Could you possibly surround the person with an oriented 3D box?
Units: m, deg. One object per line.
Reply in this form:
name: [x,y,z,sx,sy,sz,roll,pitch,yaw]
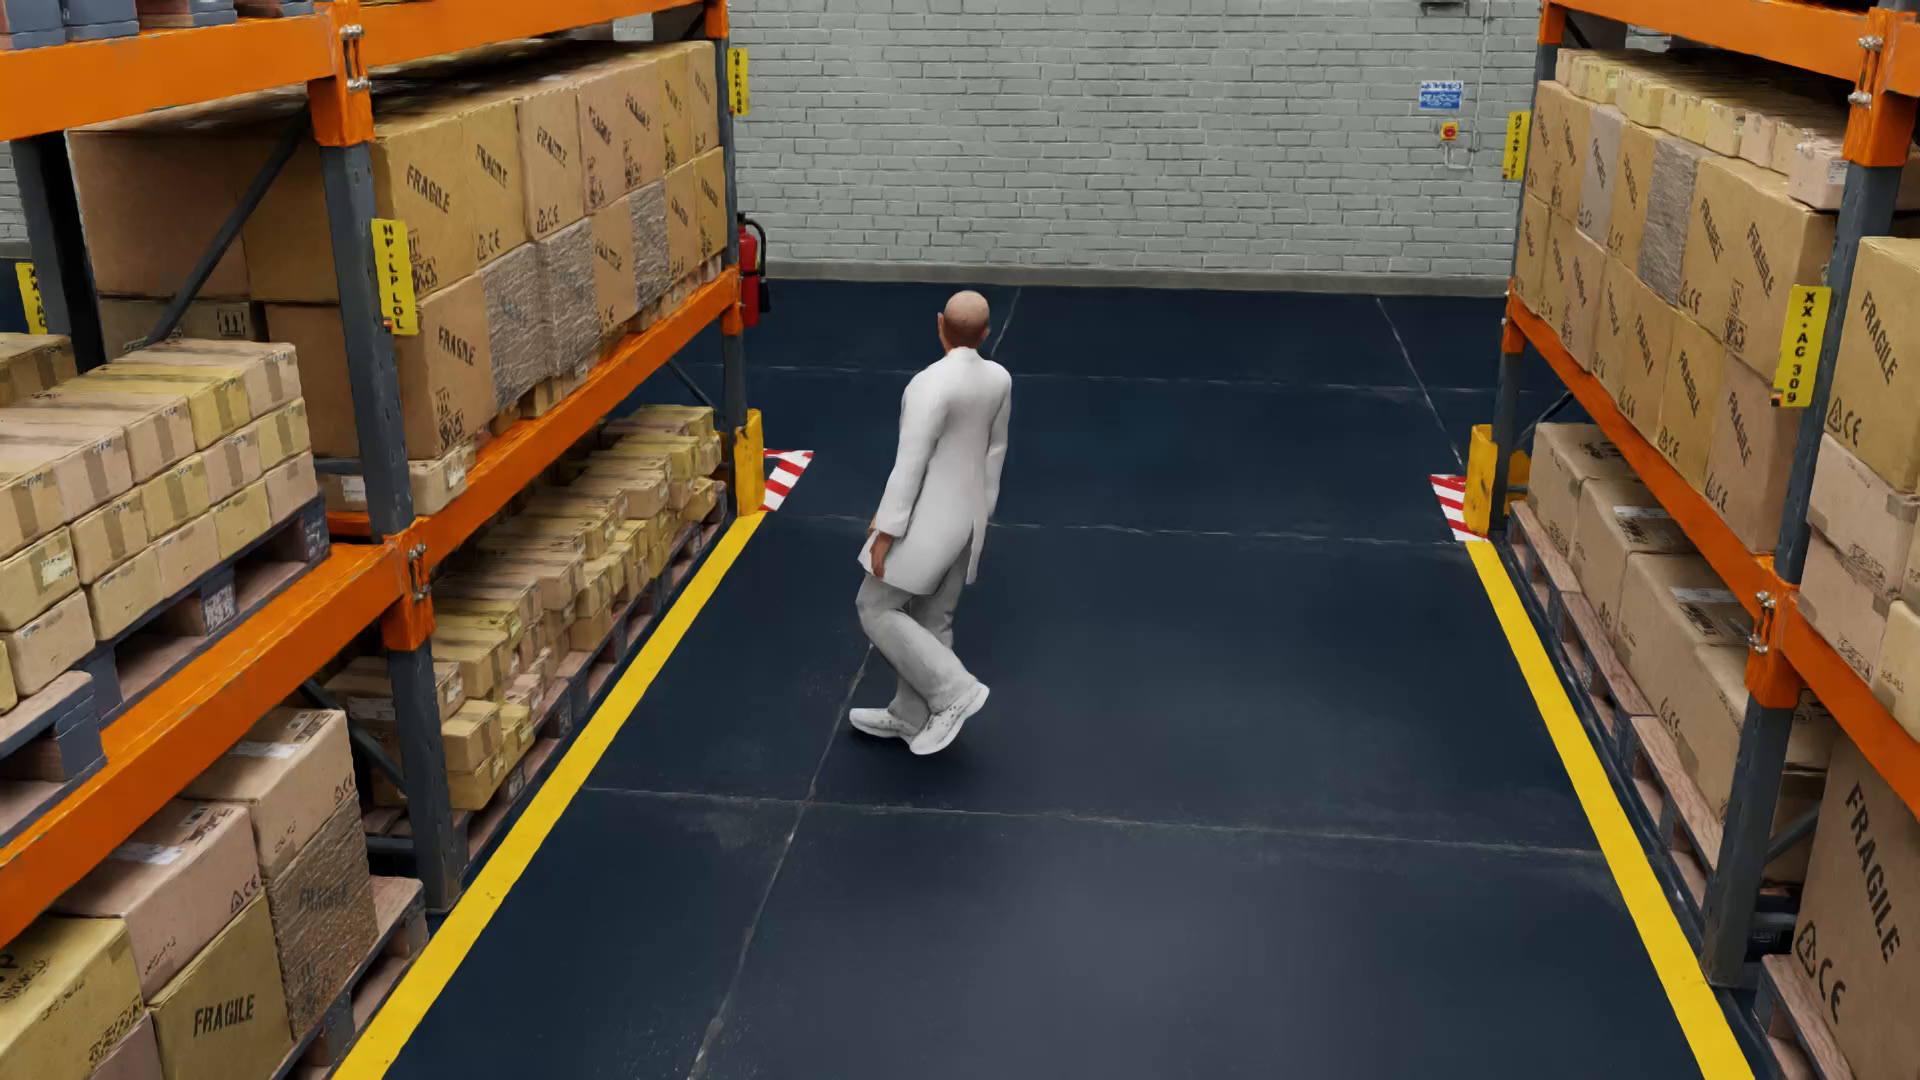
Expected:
person: [-0.110,-0.060,6.289,0.602,1.754,0.668,10,23,24]
